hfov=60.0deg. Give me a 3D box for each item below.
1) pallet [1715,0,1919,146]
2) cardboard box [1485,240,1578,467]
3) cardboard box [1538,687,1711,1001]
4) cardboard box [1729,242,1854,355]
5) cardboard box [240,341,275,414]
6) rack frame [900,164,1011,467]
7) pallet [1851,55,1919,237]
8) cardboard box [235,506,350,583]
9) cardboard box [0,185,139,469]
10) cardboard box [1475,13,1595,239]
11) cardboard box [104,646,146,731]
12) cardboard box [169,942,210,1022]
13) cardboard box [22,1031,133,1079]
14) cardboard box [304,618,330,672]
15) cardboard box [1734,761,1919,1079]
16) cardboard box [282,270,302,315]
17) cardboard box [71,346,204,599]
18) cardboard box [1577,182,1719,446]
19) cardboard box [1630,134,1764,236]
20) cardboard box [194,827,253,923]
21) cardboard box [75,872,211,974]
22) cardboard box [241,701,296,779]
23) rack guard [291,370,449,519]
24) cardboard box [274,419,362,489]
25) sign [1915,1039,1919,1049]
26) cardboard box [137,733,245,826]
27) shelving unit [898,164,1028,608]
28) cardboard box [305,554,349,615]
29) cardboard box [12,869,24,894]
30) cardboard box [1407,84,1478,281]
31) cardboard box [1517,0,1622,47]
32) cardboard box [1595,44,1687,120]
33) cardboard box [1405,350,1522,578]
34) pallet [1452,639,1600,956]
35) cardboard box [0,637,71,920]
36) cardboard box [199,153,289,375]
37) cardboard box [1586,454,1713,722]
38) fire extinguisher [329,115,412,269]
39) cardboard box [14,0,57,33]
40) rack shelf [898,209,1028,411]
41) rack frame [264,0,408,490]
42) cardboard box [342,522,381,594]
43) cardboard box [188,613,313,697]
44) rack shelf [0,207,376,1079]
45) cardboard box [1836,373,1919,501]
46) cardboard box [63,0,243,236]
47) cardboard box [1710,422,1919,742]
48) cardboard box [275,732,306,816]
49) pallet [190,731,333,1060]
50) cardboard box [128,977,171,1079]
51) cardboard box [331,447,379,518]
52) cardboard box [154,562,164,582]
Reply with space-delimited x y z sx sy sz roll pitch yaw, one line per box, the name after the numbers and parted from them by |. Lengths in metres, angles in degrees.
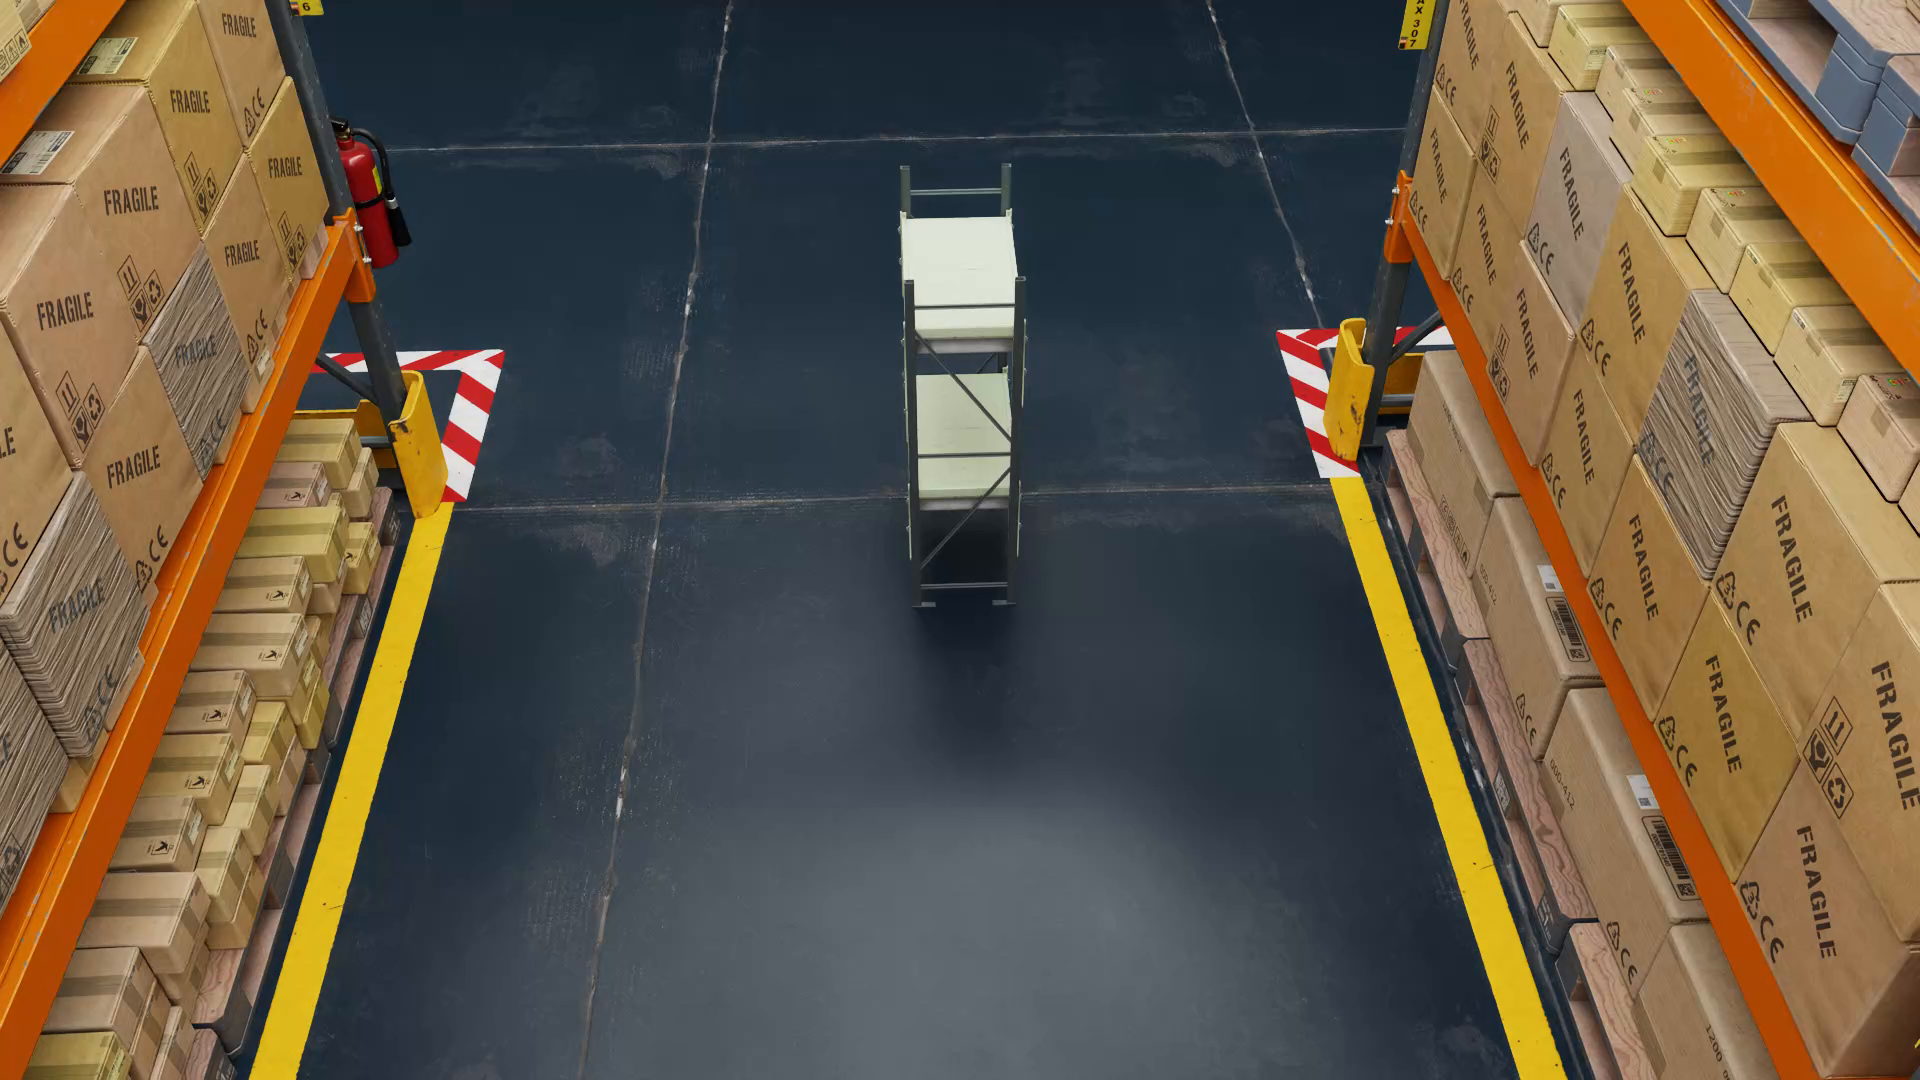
2.284 -1.304 3.799 1.003 0.211 1.213 -2 43 -2 | pallet
1.974 -0.577 5.086 0.500 0.500 0.500 -2 43 -2 | cardboard box
2.399 0.901 5.132 0.875 0.438 0.875 -3 43 -3 | cardboard box
2.035 -0.565 3.853 0.380 0.149 0.250 -2 43 -3 | cardboard box
-2.425 -0.533 5.298 0.380 0.149 0.250 -1 43 -1 | cardboard box
-0.015 -0.795 6.508 0.400 1.500 0.023 -2 43 -2 | rack frame
2.333 -0.483 2.903 1.003 0.211 1.213 -2 43 -2 | pallet
-2.387 0.022 5.865 0.380 0.149 0.250 -3 43 -3 | cardboard box
-2.408 -0.511 4.053 0.500 0.500 0.500 -3 43 -3 | cardboard box
1.952 -1.282 5.115 0.500 0.500 0.500 -3 43 -3 | cardboard box
-2.373 0.357 4.326 0.380 0.149 0.250 0 43 0 | cardboard box
-2.459 1.298 4.913 0.380 0.149 0.250 -3 43 -4 | cardboard box
-2.404 1.434 4.324 0.380 0.149 0.250 -2 43 -2 | cardboard box
-2.462 0.416 5.875 0.380 0.149 0.250 -1 43 -1 | cardboard box
2.082 0.800 3.583 0.500 0.500 0.500 -1 43 -1 | cardboard box
-2.484 -0.874 5.669 0.380 0.149 0.250 -2 43 -2 | cardboard box
-2.419 -0.171 4.422 0.500 0.500 0.500 0 43 0 | cardboard box
2.004 -0.598 4.369 0.500 0.500 0.500 -1 43 -2 | cardboard box
1.950 -0.906 4.225 0.380 0.149 0.250 -3 43 -3 | cardboard box
-2.370 1.013 5.004 0.380 0.149 0.250 -2 43 -2 | cardboard box
-2.367 1.085 4.705 0.380 0.149 0.250 -1 43 -1 | cardboard box
-2.395 0.661 5.388 0.380 0.149 0.250 0 43 0 | cardboard box
-2.750 -0.374 6.789 1.175 0.500 0.348 -2 43 -2 | rack guard
-2.478 -0.320 6.238 0.380 0.149 0.250 -1 43 -1 | cardboard box
1.803 0.812 2.945 0.100 0.325 0.005 -2 43 -2 | sign
-2.432 0.736 5.086 0.380 0.149 0.250 -1 43 -2 | cardboard box
0.000 -0.548 6.238 0.431 1.500 0.755 -2 43 -2 | shelving unit
-2.422 0.138 5.958 0.380 0.149 0.250 -3 43 -4 | cardboard box
-2.424 0.711 3.941 0.380 0.149 0.250 -3 43 -4 | cardboard box
1.921 -1.262 5.833 0.500 0.500 0.500 -2 43 -2 | cardboard box
1.905 -1.601 4.983 0.380 0.149 0.250 0 43 0 | cardboard box
1.998 -1.248 4.597 0.380 0.149 0.250 -1 43 -1 | cardboard box
2.316 -0.325 6.470 0.875 0.438 0.875 -3 43 -3 | cardboard box
2.349 0.830 5.689 1.003 0.211 1.213 -2 43 -2 | pallet
-2.381 0.531 3.656 0.500 0.500 0.500 -2 43 -2 | cardboard box
-2.461 -0.850 5.163 0.500 0.500 0.500 -2 43 -2 | cardboard box
2.019 0.114 4.332 0.500 0.500 0.500 -2 43 -2 | cardboard box
-2.303 -1.365 6.352 0.296 0.674 0.183 -2 43 -2 | fire extinguisher
-2.433 -1.419 3.969 0.500 0.250 0.500 0 43 0 | cardboard box
0.000 -0.836 5.975 0.431 0.370 0.720 -2 43 -2 | rack shelf
-2.754 -1.347 6.000 1.000 3.000 0.127 -2 43 -2 | rack frame
-2.411 0.069 6.254 0.380 0.149 0.250 0 43 0 | cardboard box
-2.372 0.379 5.476 0.380 0.149 0.250 0 43 0 | cardboard box
-2.669 0.268 4.770 1.077 0.370 4.000 -2 43 -2 | rack shelf
2.094 -0.221 3.477 0.380 0.149 0.250 -2 43 -2 | cardboard box
-2.464 -1.218 4.825 0.500 0.500 0.500 -3 43 -3 | cardboard box
2.048 0.084 3.624 0.500 0.500 0.500 -2 43 -2 | cardboard box
-2.397 0.772 5.487 0.380 0.149 0.250 -1 43 -1 | cardboard box
-2.703 1.103 5.390 1.003 0.211 1.213 -2 43 -2 | pallet
-2.435 1.372 4.613 0.380 0.149 0.250 -4 43 -4 | cardboard box
-2.446 -0.213 6.341 0.380 0.149 0.250 -3 43 -3 | cardboard box
-2.463 0.008 4.707 0.380 0.149 0.250 -1 43 -1 | cardboard box
